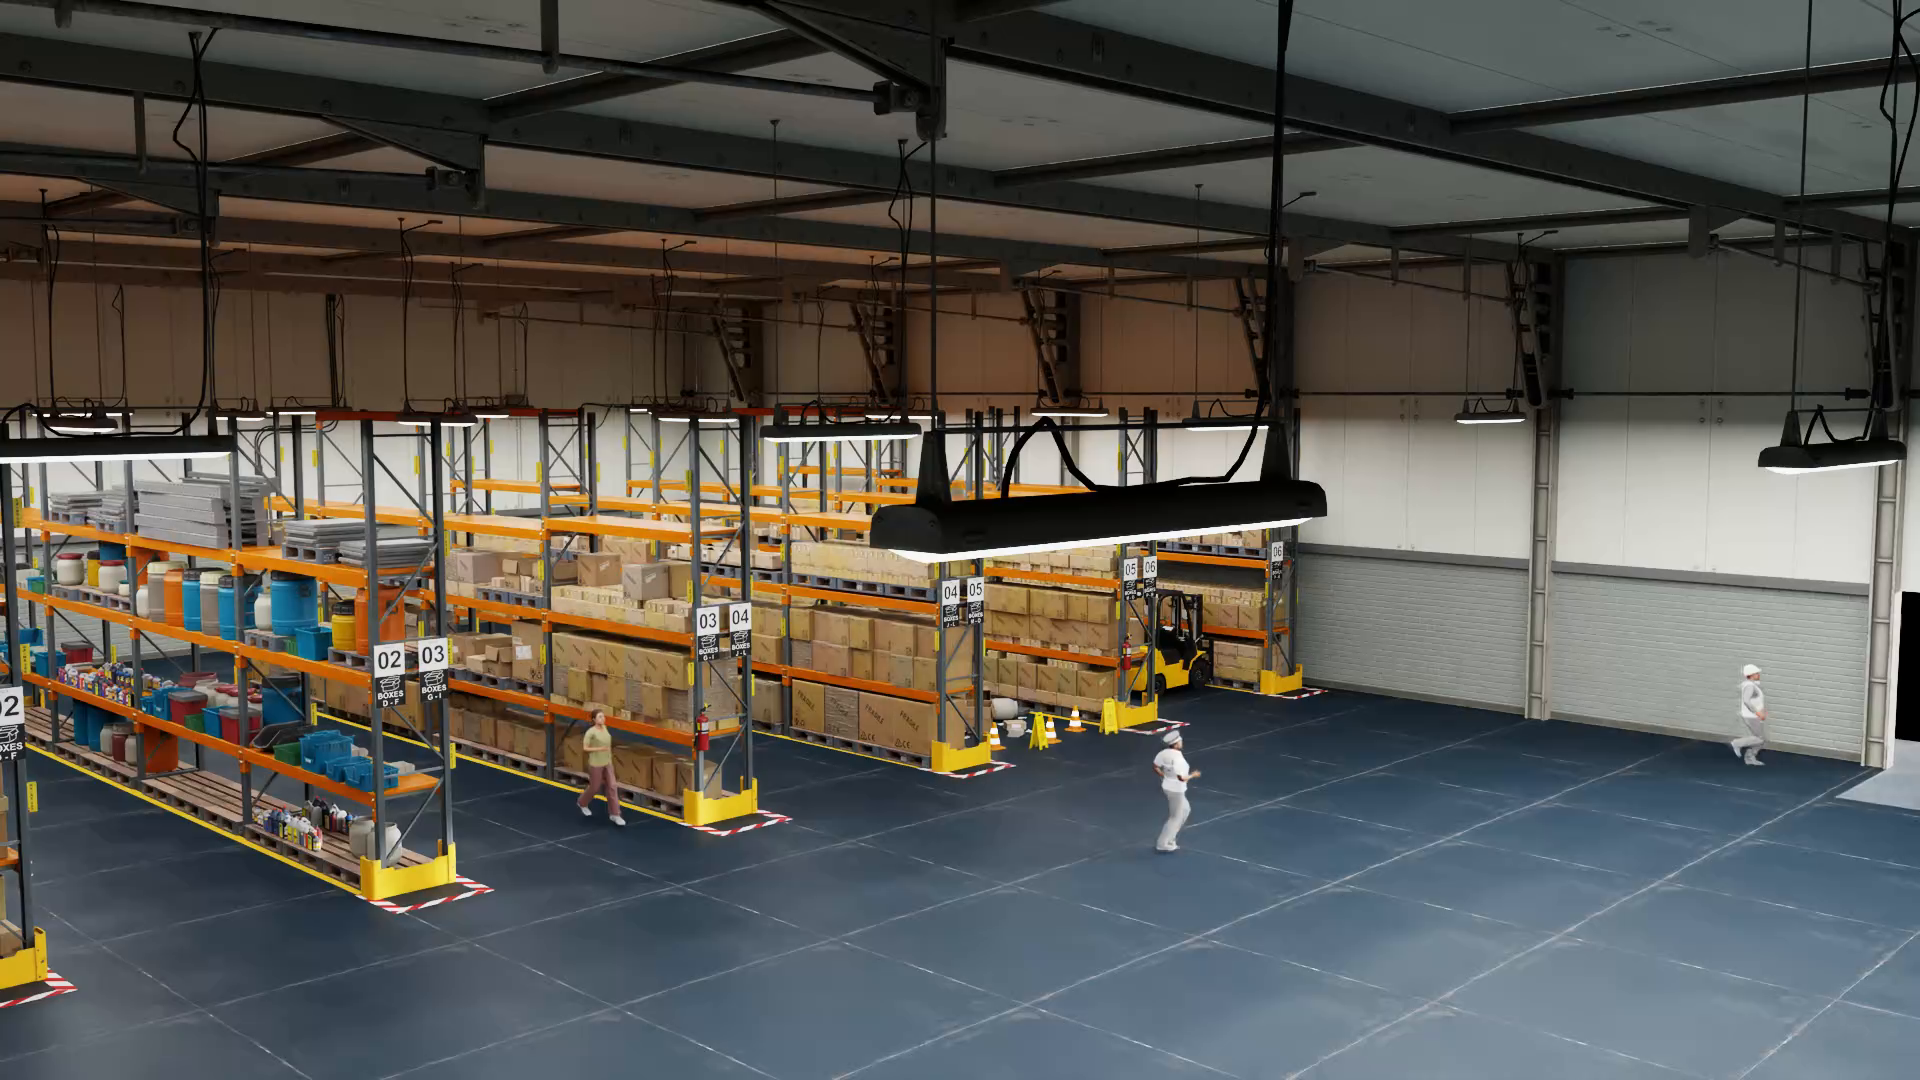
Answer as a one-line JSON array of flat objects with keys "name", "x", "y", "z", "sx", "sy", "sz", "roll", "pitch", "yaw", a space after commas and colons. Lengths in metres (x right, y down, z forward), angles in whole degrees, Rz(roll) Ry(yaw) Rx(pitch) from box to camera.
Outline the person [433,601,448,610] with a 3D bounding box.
[{"name": "person", "x": -11.522, "y": 2.142, "z": 36.833, "sx": 0.675, "sy": 1.751, "sz": 1.008, "roll": -4, "pitch": 6, "yaw": -37}]

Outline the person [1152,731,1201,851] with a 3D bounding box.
[{"name": "person", "x": 2.996, "y": 3.464, "z": 22.944, "sx": 0.633, "sy": 1.706, "sz": 0.557, "roll": -1, "pitch": 5, "yaw": -14}]

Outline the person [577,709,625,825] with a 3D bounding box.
[{"name": "person", "x": -5.298, "y": 3.309, "z": 24.433, "sx": 0.951, "sy": 1.673, "sz": 0.574, "roll": 4, "pitch": 6, "yaw": 37}]

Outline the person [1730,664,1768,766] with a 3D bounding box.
[{"name": "person", "x": 13.429, "y": 2.973, "z": 28.271, "sx": 0.586, "sy": 1.729, "sz": 0.659, "roll": 2, "pitch": 5, "yaw": 20}]
